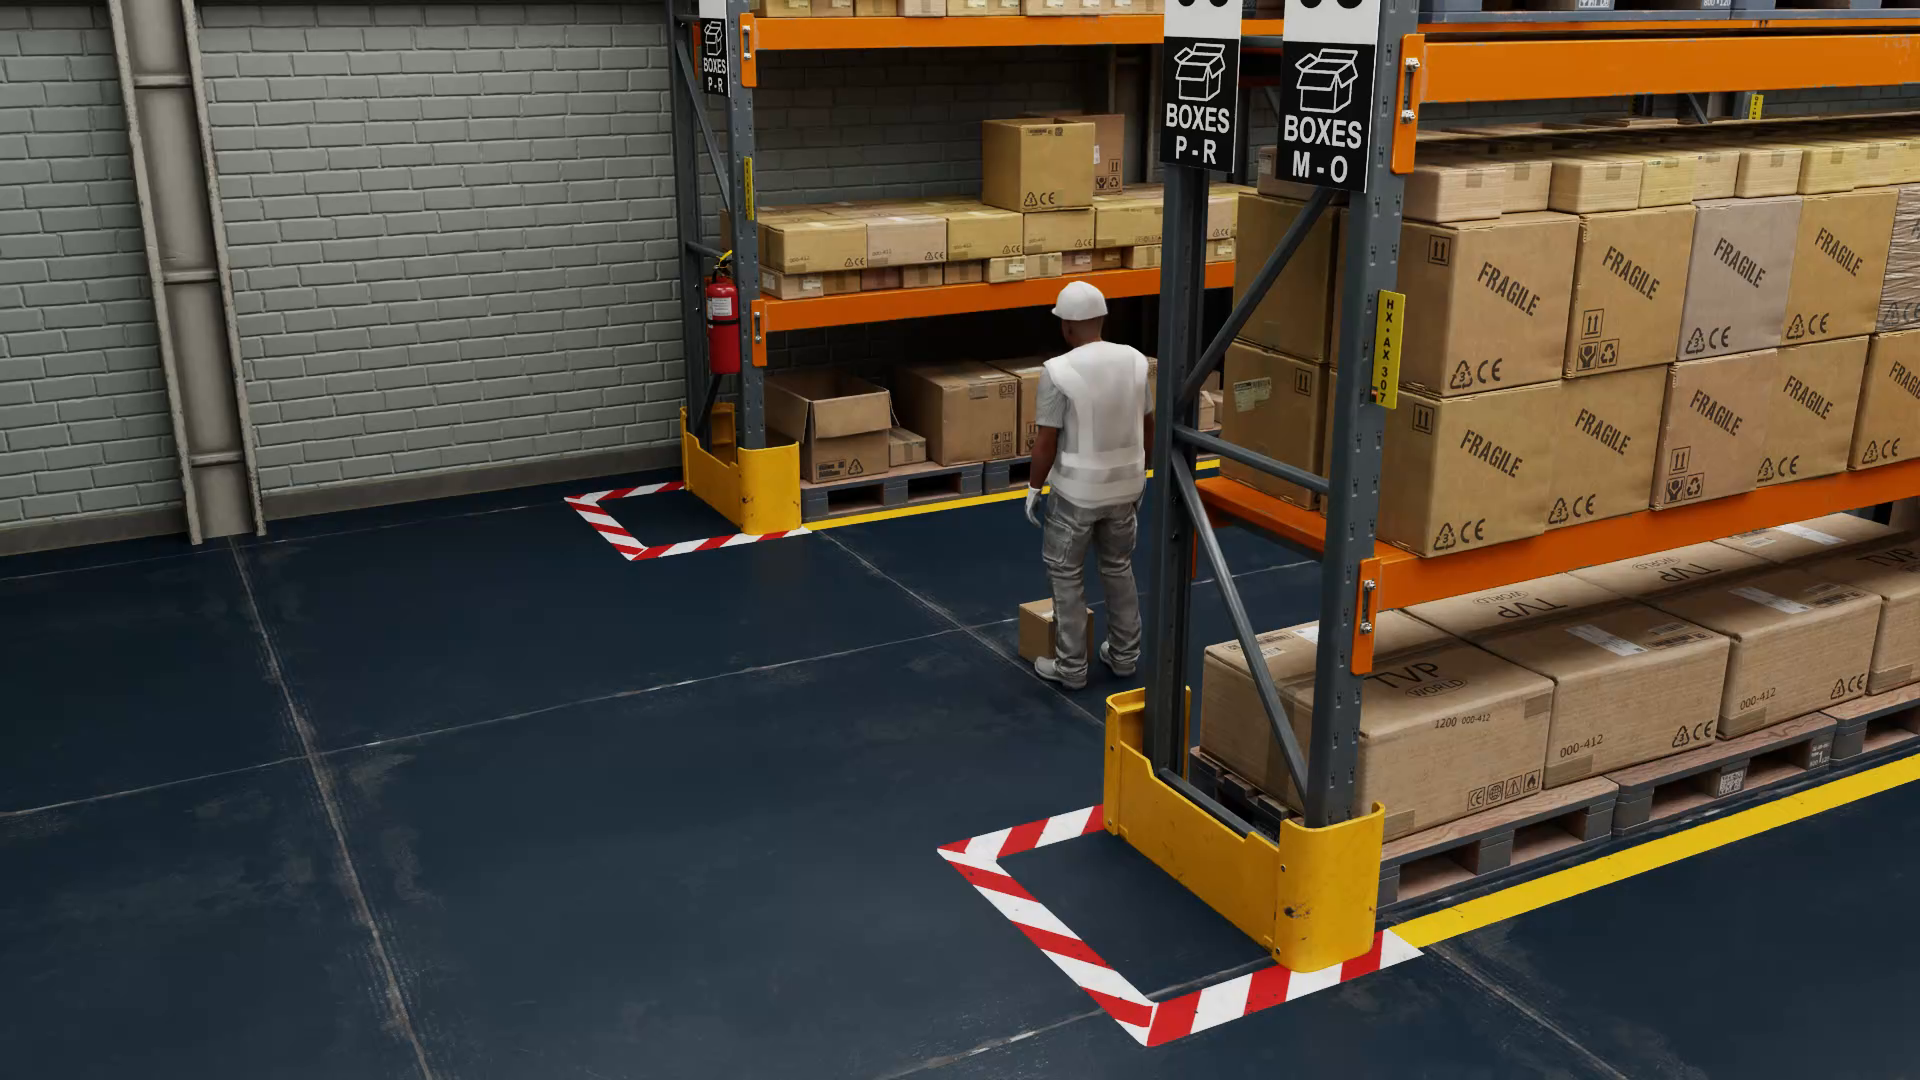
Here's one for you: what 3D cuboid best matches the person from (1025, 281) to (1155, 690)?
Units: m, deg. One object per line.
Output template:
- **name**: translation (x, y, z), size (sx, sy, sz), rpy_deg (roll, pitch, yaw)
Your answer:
- **person**: translation (0.563, -0.231, 7.241), size (0.617, 1.774, 0.450), rpy_deg (-10, 21, -27)
